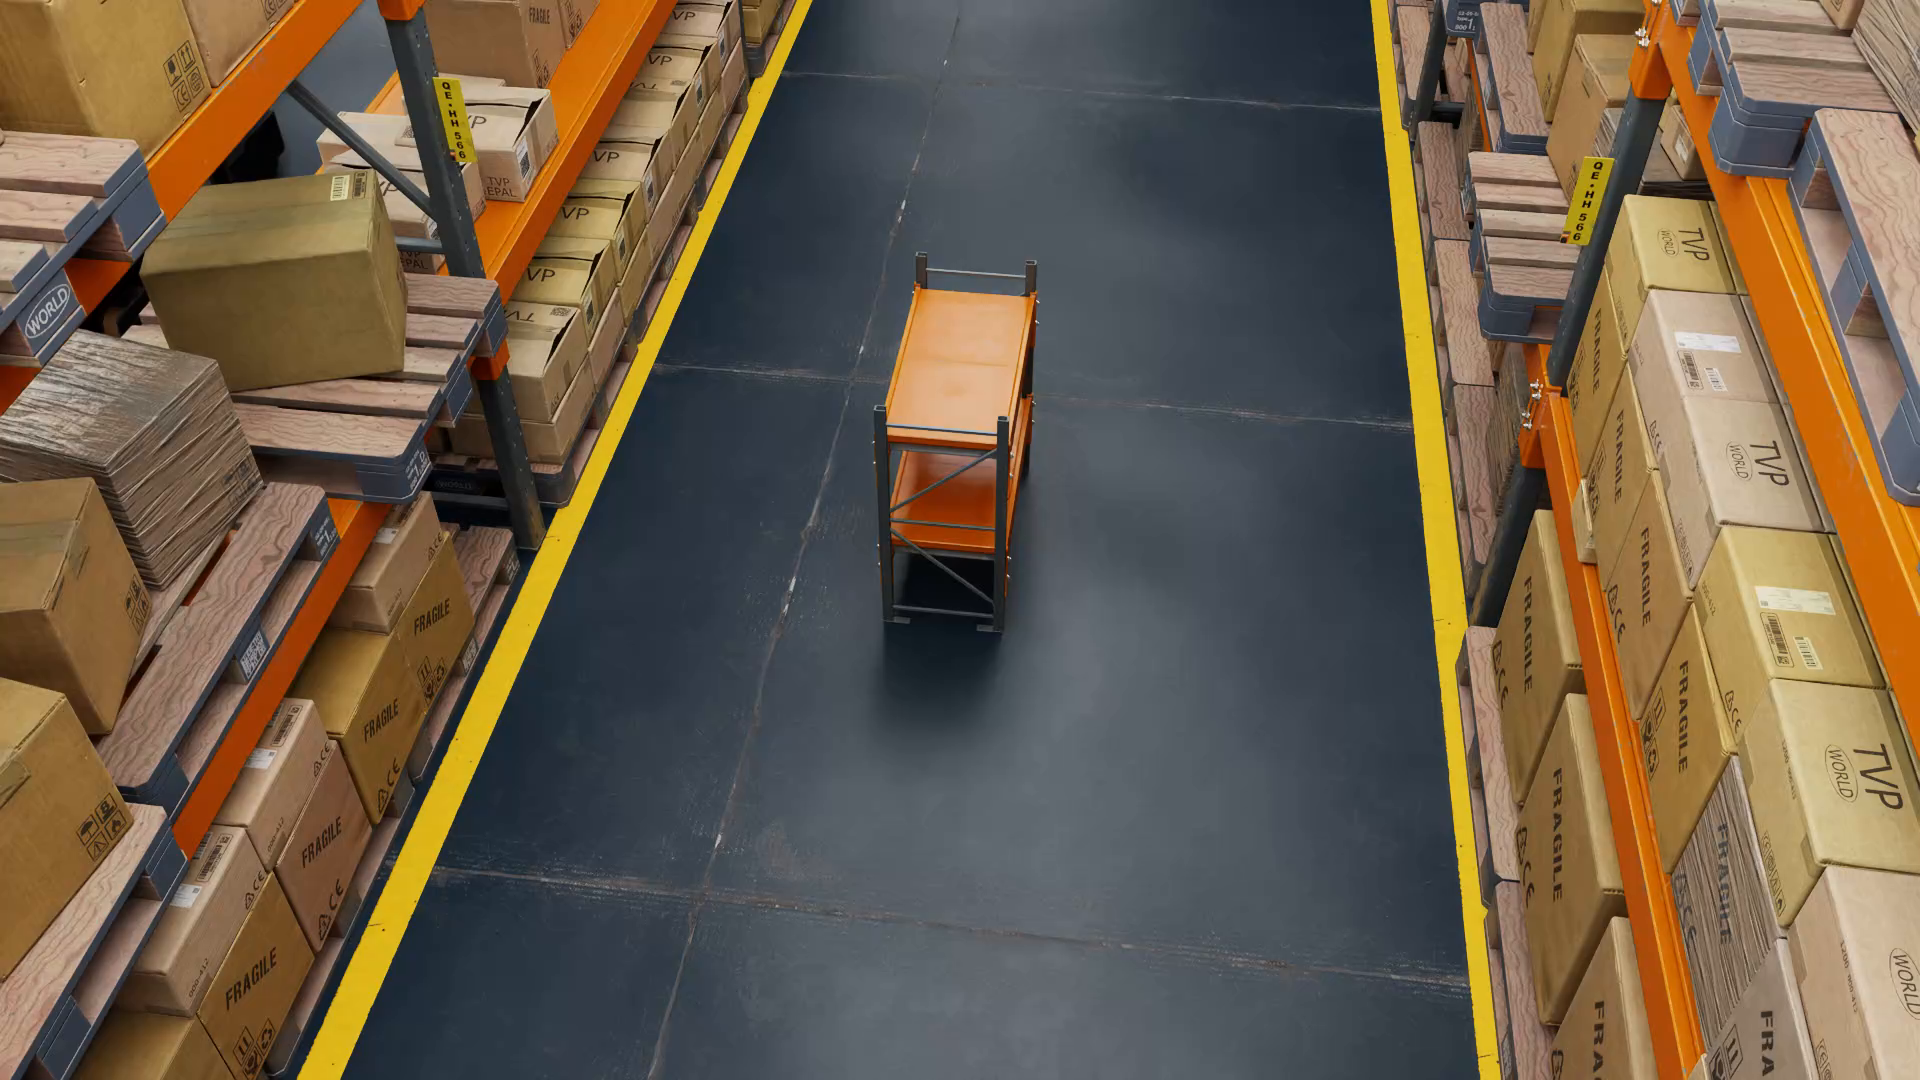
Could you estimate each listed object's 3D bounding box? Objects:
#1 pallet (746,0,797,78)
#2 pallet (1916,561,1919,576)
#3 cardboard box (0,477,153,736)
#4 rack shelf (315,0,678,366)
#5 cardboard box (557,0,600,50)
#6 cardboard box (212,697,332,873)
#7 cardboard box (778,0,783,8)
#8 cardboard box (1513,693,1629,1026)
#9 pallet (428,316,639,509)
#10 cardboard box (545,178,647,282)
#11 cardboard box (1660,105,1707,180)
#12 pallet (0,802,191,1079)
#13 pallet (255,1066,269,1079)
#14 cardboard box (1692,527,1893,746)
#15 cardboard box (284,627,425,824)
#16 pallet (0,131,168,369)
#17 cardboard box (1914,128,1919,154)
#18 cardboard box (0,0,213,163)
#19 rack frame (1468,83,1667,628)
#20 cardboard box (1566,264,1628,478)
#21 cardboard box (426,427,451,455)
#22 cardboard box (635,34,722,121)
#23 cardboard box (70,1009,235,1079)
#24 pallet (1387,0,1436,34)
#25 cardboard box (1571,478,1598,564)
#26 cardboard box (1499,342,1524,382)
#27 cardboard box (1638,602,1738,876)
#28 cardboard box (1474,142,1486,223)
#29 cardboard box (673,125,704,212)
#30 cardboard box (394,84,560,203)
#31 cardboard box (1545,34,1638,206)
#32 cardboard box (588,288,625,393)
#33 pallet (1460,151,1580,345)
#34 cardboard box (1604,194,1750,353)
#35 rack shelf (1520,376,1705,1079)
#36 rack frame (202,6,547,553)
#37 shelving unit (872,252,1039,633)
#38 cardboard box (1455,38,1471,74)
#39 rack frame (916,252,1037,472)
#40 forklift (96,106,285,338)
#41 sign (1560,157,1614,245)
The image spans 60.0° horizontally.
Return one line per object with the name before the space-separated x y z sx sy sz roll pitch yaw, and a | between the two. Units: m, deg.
pallet | -1.637 -3.374 10.660 1.003 0.211 1.213 5 44 6
pallet | 2.141 0.402 2.601 0.805 0.209 1.217 4 44 4
cardboard box | -2.669 0.205 4.474 0.700 0.500 0.500 -5 44 -5
rack shelf | -2.049 -2.224 7.941 1.077 0.370 4.000 5 44 6
cardboard box | -2.038 -2.663 7.808 0.500 0.500 0.500 5 44 6
cardboard box | -2.338 0.748 5.231 0.500 0.250 0.500 4 44 5
cardboard box | -1.351 -3.631 10.598 0.500 0.250 0.500 5 44 6
cardboard box | 2.248 1.039 5.229 0.750 0.750 0.750 5 44 5
pallet | -2.165 -0.668 7.801 1.003 0.211 1.213 5 44 6
cardboard box | -1.822 -1.517 7.957 0.500 0.311 0.500 4 44 4
cardboard box | 2.614 -1.344 5.624 0.380 0.149 0.250 0 43 0
pallet | -2.628 1.139 4.006 1.003 0.211 1.213 5 44 6
pallet | -2.772 2.058 4.923 1.003 0.211 1.213 5 44 6
cardboard box | 2.088 0.243 3.962 0.500 0.250 0.500 4 44 5
cardboard box | -2.273 0.637 5.894 0.500 0.500 0.500 4 44 4
pallet | -2.552 -0.563 3.618 1.213 0.211 1.003 5 44 6
cardboard box | 2.487 -0.883 3.426 0.700 0.500 0.500 7 44 8
cardboard box | -2.473 -1.246 4.130 0.910 0.500 0.500 5 44 6
rack frame | 2.598 -0.675 5.781 1.000 3.000 0.127 5 44 6
cardboard box | 2.280 -0.519 5.312 0.500 0.500 0.500 6 44 7
cardboard box | -2.485 -0.657 7.457 0.500 0.250 0.500 6 44 7
cardboard box | -1.616 -2.549 9.047 0.500 0.311 0.500 6 44 7
cardboard box | -2.477 1.679 4.793 0.500 0.500 0.500 6 44 6
pallet | 3.339 -3.683 10.986 1.003 0.211 1.213 5 44 6
cardboard box | 2.164 -0.043 5.282 0.380 0.149 0.250 6 44 7
cardboard box | 2.825 -0.763 7.372 0.700 0.500 0.500 5 44 5
cardboard box | 2.074 0.531 4.204 0.500 0.500 0.500 6 44 7
cardboard box | 3.027 -1.793 8.460 0.700 0.500 0.500 4 44 5
cardboard box | -1.687 -2.000 8.876 0.500 0.250 0.500 6 44 6
cardboard box | -2.003 -1.682 6.910 0.500 0.311 0.500 5 44 5
cardboard box | 2.697 -1.575 6.340 0.700 0.500 0.500 1 43 2
cardboard box | -1.887 -0.950 7.766 0.500 0.250 0.500 4 44 4
pallet | 2.586 -1.101 6.370 1.213 0.211 1.003 5 44 6
cardboard box | 2.278 -0.793 5.057 0.500 0.250 0.500 6 44 7
rack shelf | 2.333 0.949 4.589 1.077 0.370 4.000 5 44 6
rack frame | -2.313 -1.123 6.254 1.000 3.000 0.127 5 44 6
shelving unit | -0.001 -0.404 6.858 0.538 1.125 1.048 5 44 6
cardboard box | 3.168 -2.899 9.871 0.380 0.166 0.250 0 43 0
rack frame | 0.066 -0.750 7.224 0.500 1.125 0.032 5 44 6
forklift | -4.621 -2.337 7.586 1.130 2.935 3.031 7 44 7
sign | 2.059 -1.109 5.456 0.100 0.325 0.005 5 44 6
